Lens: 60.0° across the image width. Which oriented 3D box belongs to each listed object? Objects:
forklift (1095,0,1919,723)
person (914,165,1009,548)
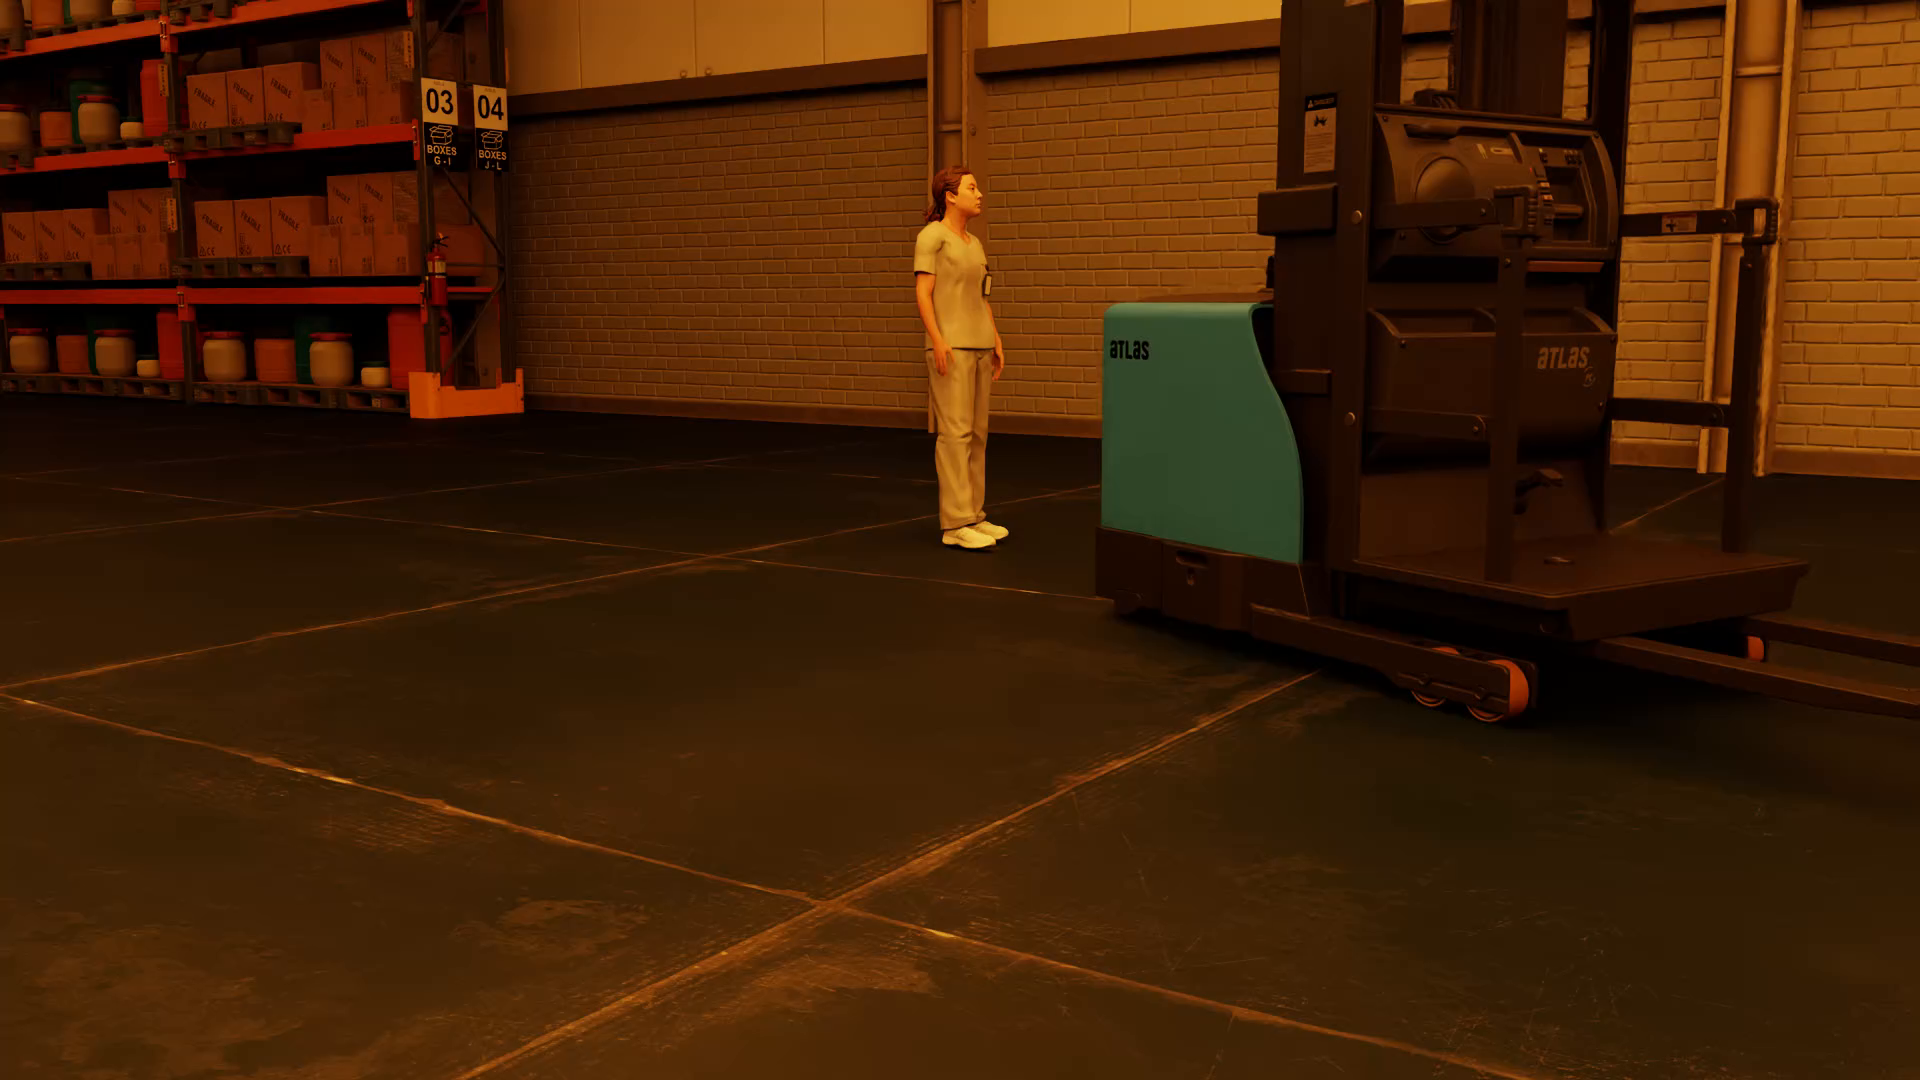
[{"bbox_3d":[1.666,-1.054,4.602,1.130,2.935,3.031,-5,9,-31],"label":"forklift"},{"bbox_3d":[0.053,-0.830,7.433,0.549,1.675,0.549,5,10,34],"label":"person"}]
